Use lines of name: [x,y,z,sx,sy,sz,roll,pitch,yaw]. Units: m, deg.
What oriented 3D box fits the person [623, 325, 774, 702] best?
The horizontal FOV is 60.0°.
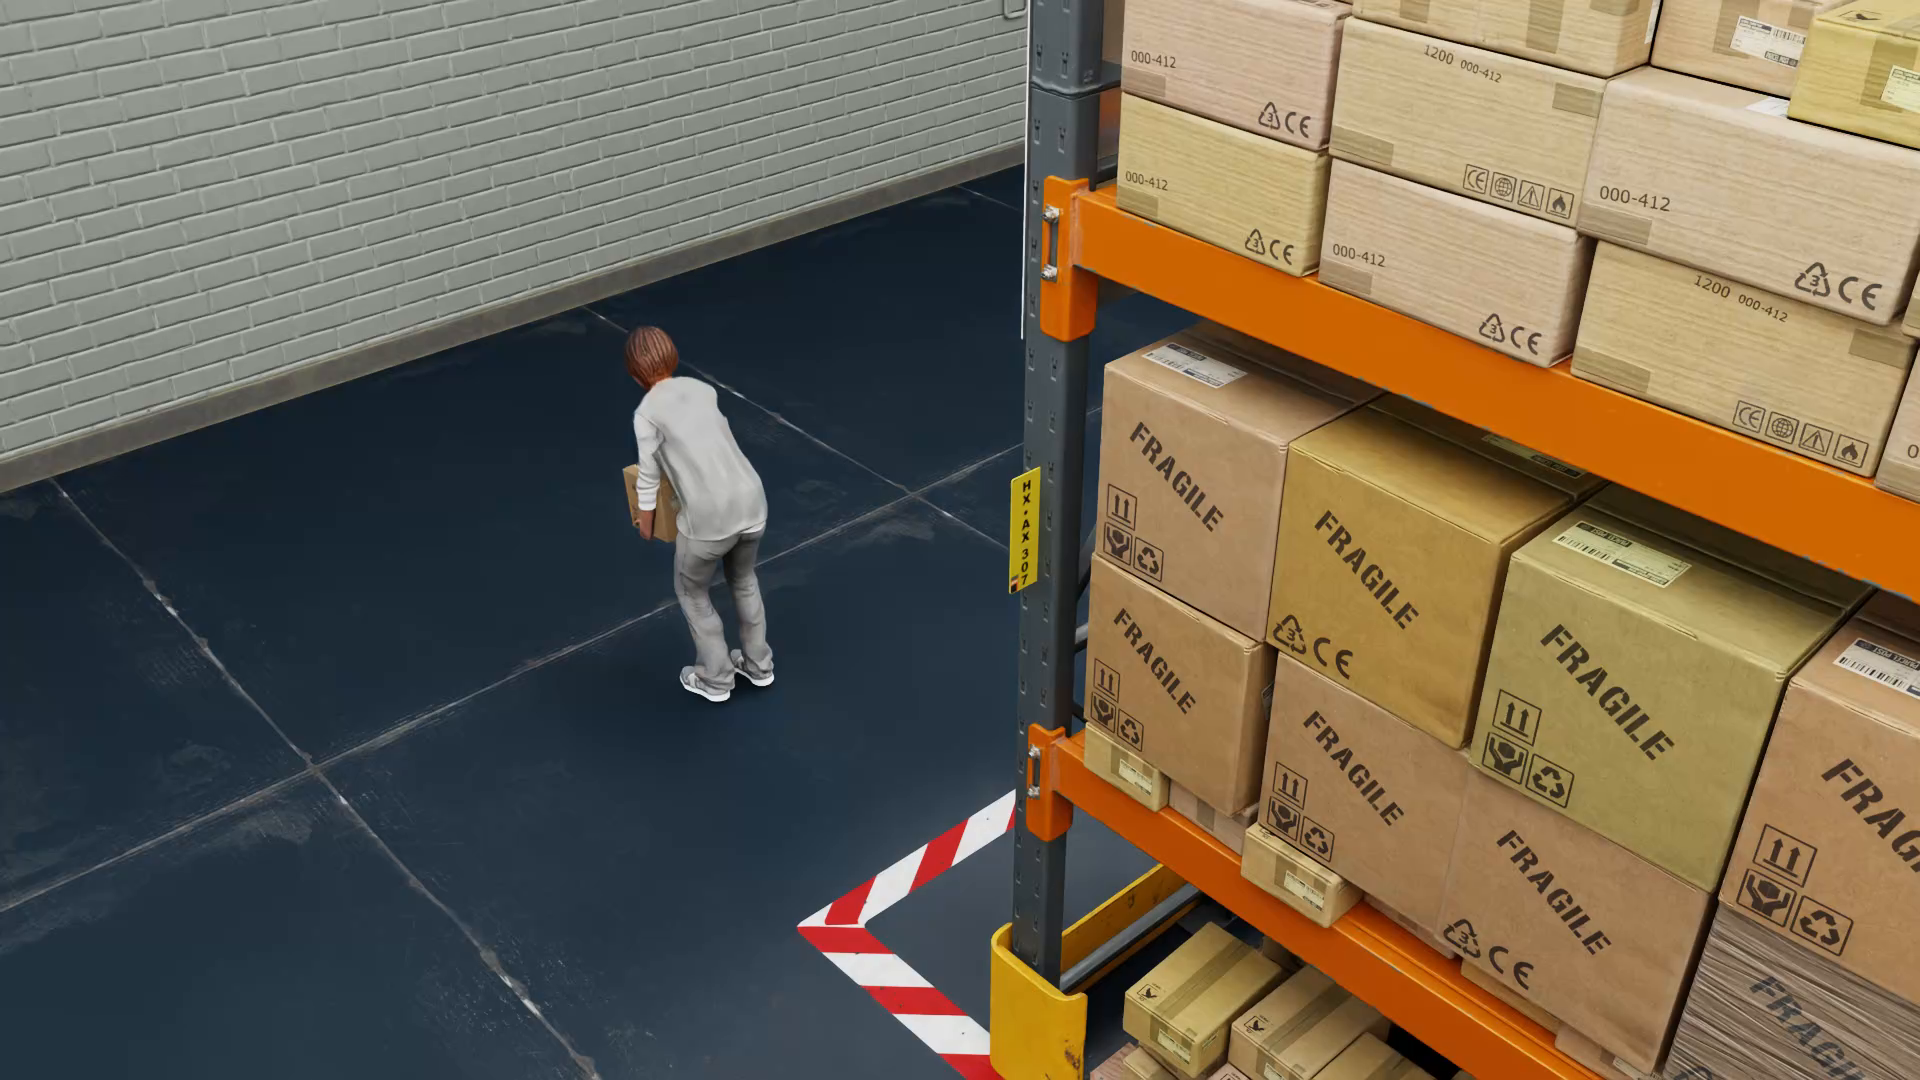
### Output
person: [-1.006,-0.074,6.399,0.376,1.458,0.636,-27,41,-36]
